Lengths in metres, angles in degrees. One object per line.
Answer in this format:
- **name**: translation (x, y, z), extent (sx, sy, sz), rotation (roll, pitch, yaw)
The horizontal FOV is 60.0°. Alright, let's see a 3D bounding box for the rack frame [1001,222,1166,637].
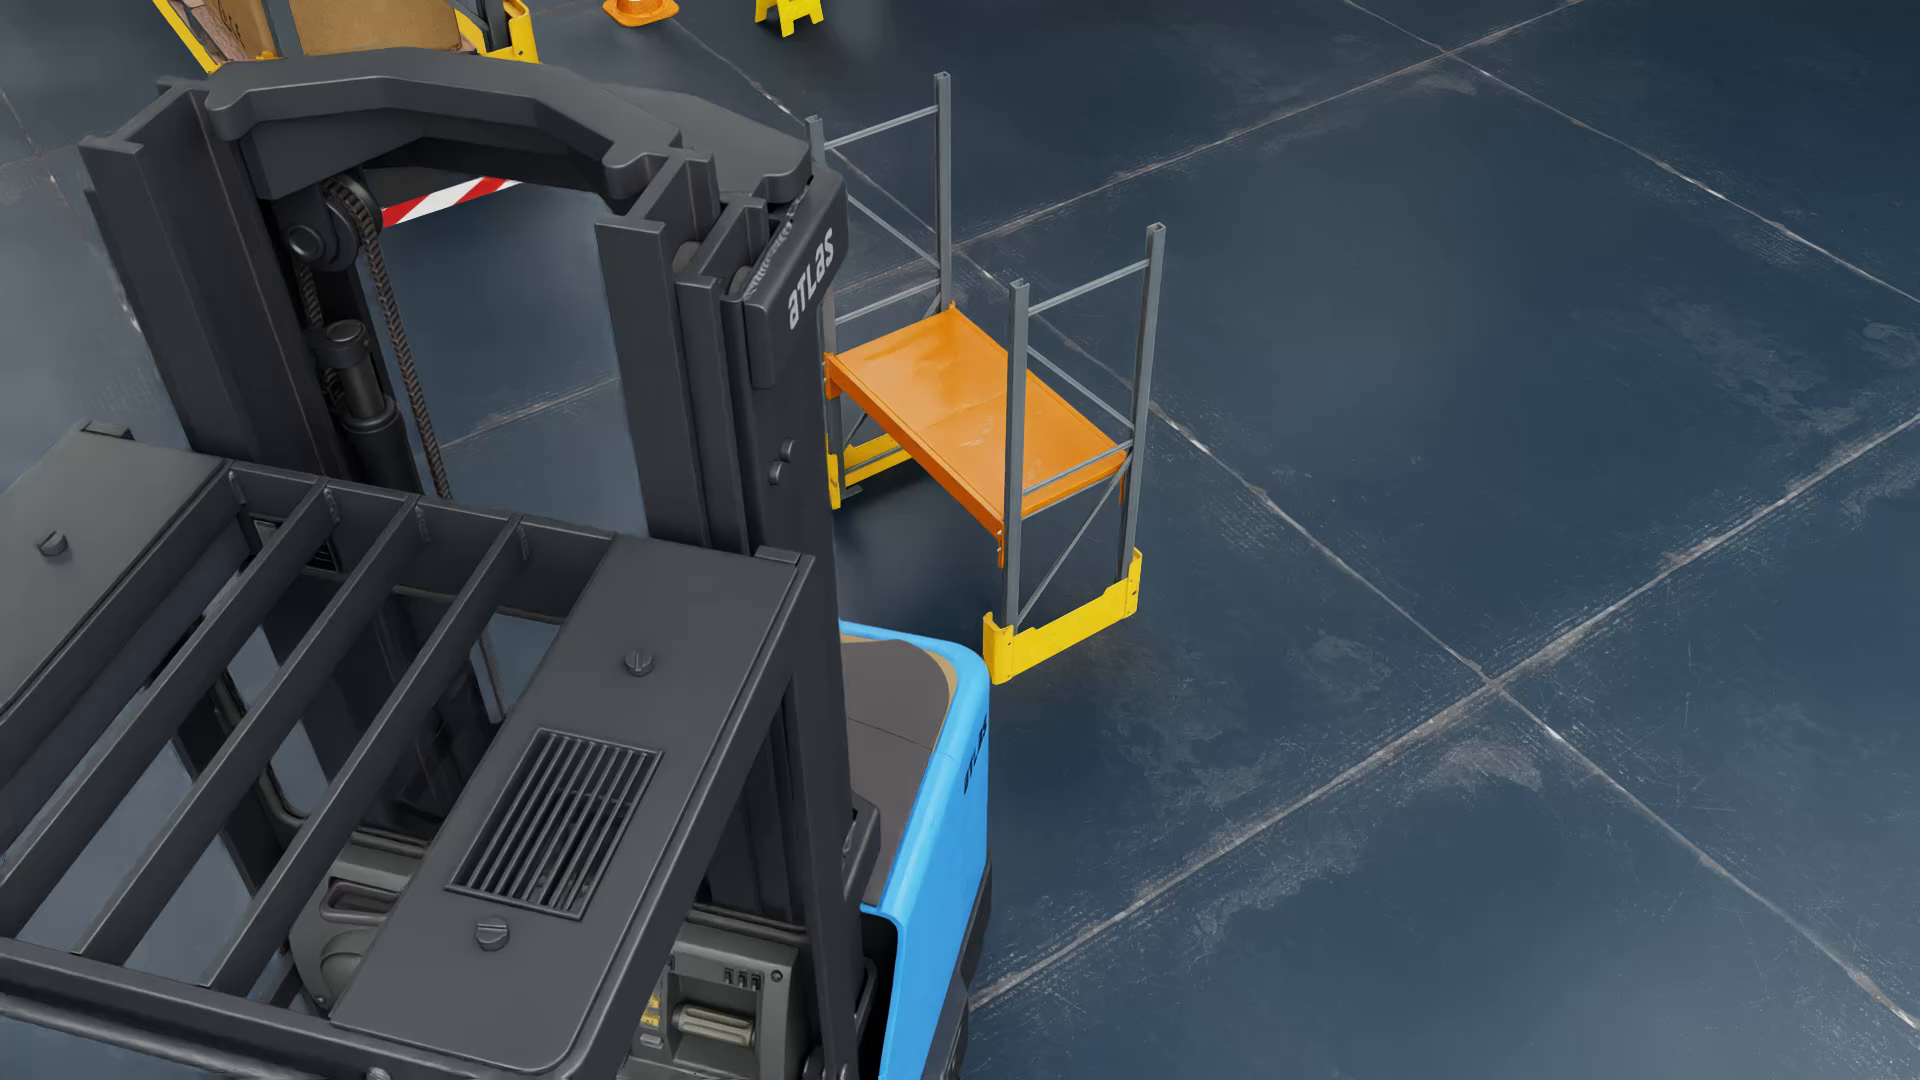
- **rack frame**: translation (0.340, -0.206, 4.880), extent (0.500, 1.500, 0.032), rotation (-26, 49, -24)

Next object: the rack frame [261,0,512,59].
- **rack frame**: translation (-2.518, -2.982, 6.702), extent (1.000, 3.000, 0.127), rotation (-26, 49, -24)

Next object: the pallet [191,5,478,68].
- **pallet**: translation (-3.040, -2.396, 8.107), extent (1.003, 0.211, 1.213), rotation (-26, 49, -24)

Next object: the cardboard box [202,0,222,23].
- **cardboard box**: translation (-3.465, -3.221, 8.187), extent (0.875, 0.875, 0.875), rotation (-26, 50, -25)

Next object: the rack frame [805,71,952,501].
- **rack frame**: translation (-0.242, -0.782, 5.483), extent (0.500, 1.500, 0.032), rotation (-26, 49, -24)

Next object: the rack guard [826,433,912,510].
- **rack guard**: translation (-0.241, -0.329, 5.914), extent (0.587, 0.250, 0.087), rotation (-26, 49, -24)

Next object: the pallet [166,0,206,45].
- **pallet**: translation (-3.733, -3.086, 8.830), extent (1.003, 0.211, 1.213), rotation (-26, 49, -24)

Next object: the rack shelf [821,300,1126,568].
- **rack shelf**: translation (0.049, -0.364, 5.306), extent (0.538, 0.185, 1.000), rotation (-26, 49, -24)

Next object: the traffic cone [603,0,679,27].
- **traffic cone**: translation (-1.657, -2.927, 8.480), extent (0.336, 0.463, 0.334), rotation (-26, 49, -24)

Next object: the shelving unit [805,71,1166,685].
- **shelving unit**: translation (0.044, -0.499, 5.187), extent (0.587, 1.500, 1.083), rotation (-26, 49, -24)

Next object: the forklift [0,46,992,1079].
- **forklift**: translation (-0.785, 0.872, 2.714), extent (1.130, 2.935, 3.031), rotation (10, 45, 11)

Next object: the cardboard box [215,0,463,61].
- **cardboard box**: translation (-2.960, -2.724, 7.665), extent (0.875, 0.875, 0.875), rotation (-25, 49, -24)

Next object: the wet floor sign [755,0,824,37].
- **wet floor sign**: translation (-0.877, -2.897, 8.317), extent (0.267, 0.644, 0.232), rotation (-35, 53, -31)

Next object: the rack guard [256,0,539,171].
- **rack guard**: translation (-2.504, -2.065, 7.551), extent (1.175, 0.500, 0.348), rotation (-26, 49, -24)

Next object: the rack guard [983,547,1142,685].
- **rack guard**: translation (0.329, 0.235, 5.323), extent (0.587, 0.250, 0.087), rotation (-26, 49, -24)
